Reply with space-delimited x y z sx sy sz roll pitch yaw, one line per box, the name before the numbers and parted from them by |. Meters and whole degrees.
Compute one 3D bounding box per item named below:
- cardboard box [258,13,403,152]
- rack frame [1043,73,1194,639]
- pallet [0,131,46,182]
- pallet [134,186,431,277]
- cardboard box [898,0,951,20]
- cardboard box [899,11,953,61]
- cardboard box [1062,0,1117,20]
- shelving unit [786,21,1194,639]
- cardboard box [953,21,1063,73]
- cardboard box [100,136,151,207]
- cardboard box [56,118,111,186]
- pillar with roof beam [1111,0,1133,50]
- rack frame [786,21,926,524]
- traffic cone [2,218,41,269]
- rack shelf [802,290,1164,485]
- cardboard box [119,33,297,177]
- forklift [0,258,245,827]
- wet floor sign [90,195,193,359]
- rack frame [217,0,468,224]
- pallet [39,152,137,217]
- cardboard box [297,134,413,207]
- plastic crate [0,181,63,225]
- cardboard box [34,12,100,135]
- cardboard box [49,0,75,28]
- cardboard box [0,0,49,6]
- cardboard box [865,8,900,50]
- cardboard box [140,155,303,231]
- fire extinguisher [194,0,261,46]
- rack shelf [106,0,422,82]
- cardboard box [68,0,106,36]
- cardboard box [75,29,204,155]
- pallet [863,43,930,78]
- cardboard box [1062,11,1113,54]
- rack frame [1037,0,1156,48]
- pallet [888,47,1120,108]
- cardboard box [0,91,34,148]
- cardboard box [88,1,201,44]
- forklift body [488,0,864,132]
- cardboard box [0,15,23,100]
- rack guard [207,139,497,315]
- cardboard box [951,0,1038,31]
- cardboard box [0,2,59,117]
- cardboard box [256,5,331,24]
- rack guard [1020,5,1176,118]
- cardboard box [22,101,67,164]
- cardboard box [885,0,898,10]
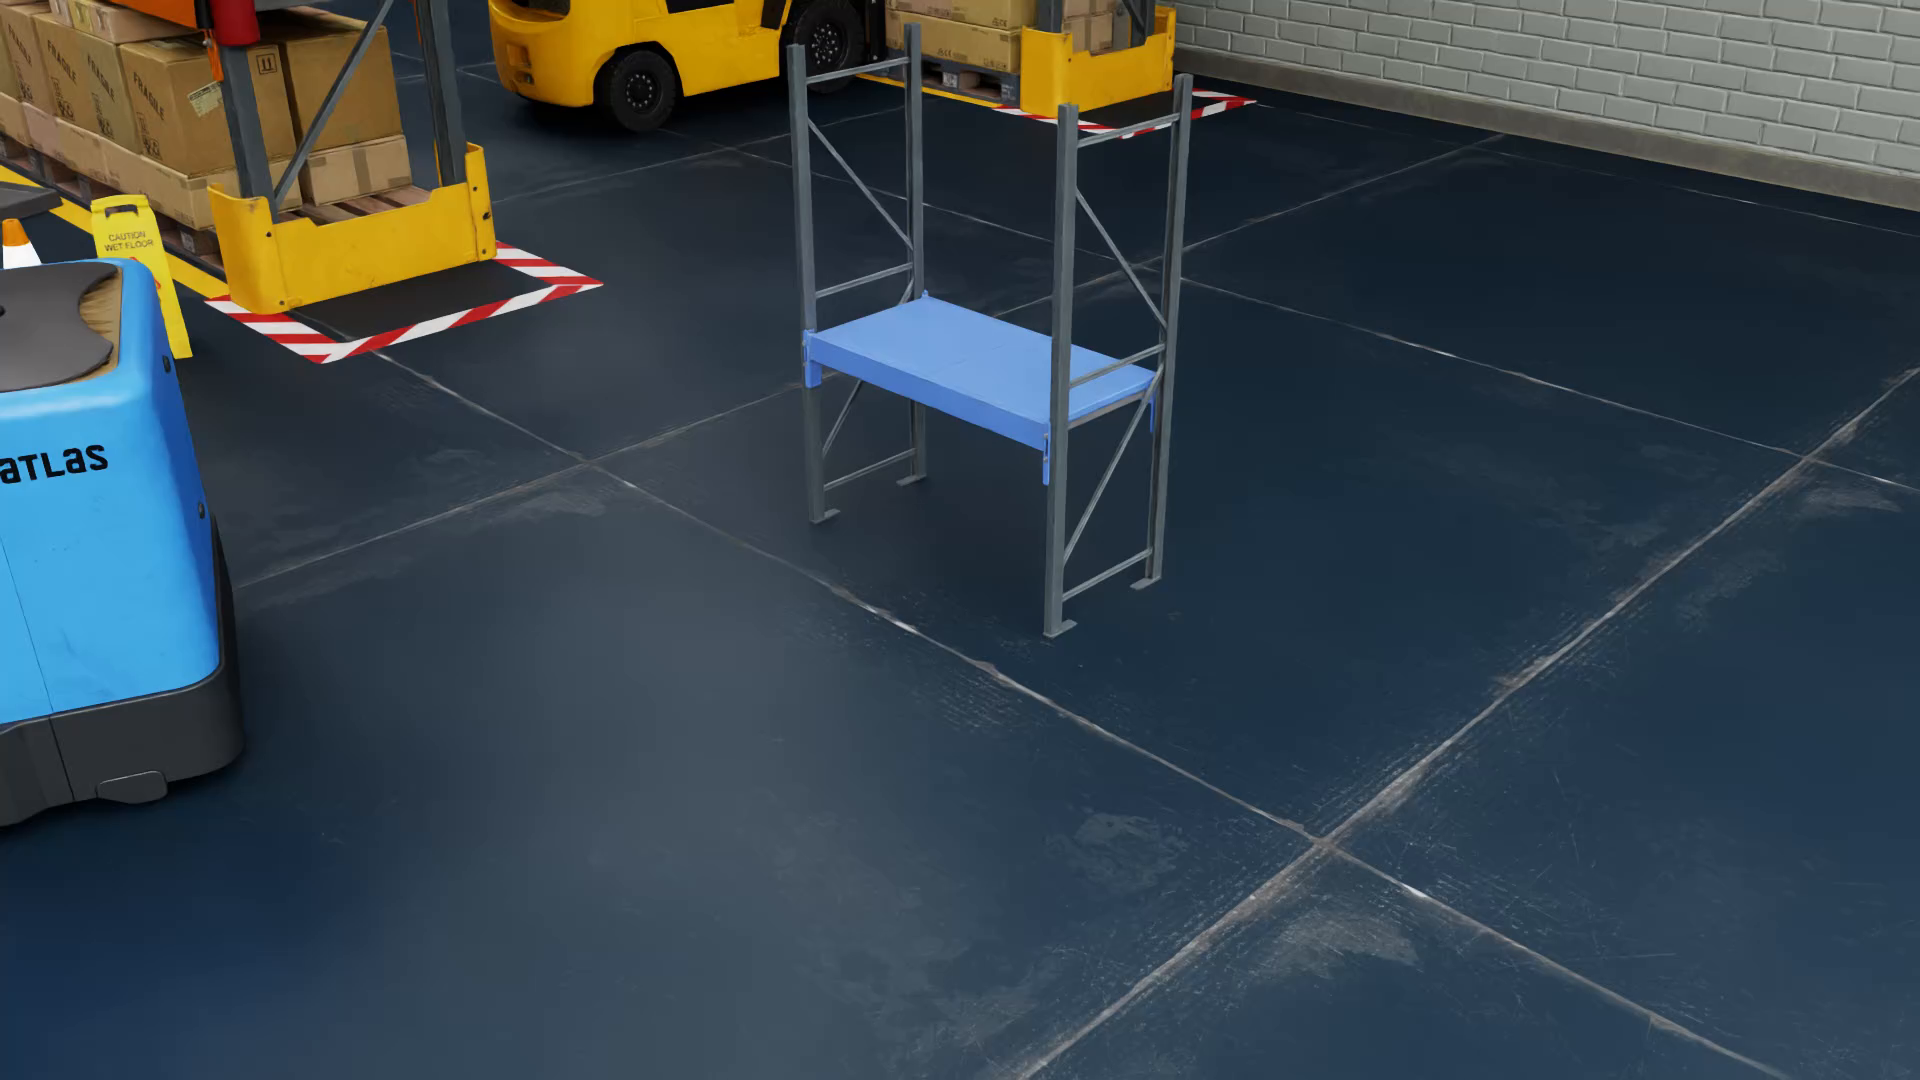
cardboard box | -3.016 -2.159 7.831 0.500 0.500 0.500 23 36 37
rack frame | 0.423 -0.470 4.533 0.032 1.500 0.500 25 36 38
pallet | -4.966 -2.360 9.511 1.213 0.211 1.003 25 36 38
pallet | -3.226 -1.563 7.997 1.213 0.211 1.003 25 36 38
cardboard box | -0.056 -3.557 10.758 0.500 0.250 0.500 24 36 38
cardboard box | -0.044 -3.327 10.858 0.500 0.250 0.500 25 36 38
cardboard box | 0.671 -3.557 10.758 0.500 0.250 0.500 -25 36 -38
shelving unit | 0.061 -0.636 4.848 1.048 1.500 0.538 25 36 38
cardboard box | 0.304 -3.162 10.543 0.500 0.250 0.500 25 37 39
cardboard box | -3.746 -1.811 7.974 0.500 0.250 0.500 25 37 39
cardboard box | -4.123 -1.980 8.296 0.500 0.250 0.500 23 35 37
pillar with roof beam | -2.023 -5.897 6.797 0.400 9.000 9.100 25 36 38
rack frame | -0.302 -0.802 5.163 0.032 1.500 0.500 25 36 38
traffic cone | -3.828 -1.085 6.817 0.334 0.463 0.336 25 36 38
rack shelf | 0.061 -0.477 4.932 1.000 0.185 0.538 25 36 38
cardboard box | -3.371 -1.972 7.474 0.500 0.500 0.500 25 37 39
forklift | -3.336 -0.631 3.300 3.031 2.935 1.130 -11 30 -20
wet floor sign | -3.232 -1.037 6.529 0.267 0.644 0.232 -13 30 -22
rack frame | -2.617 -2.496 6.774 0.127 3.000 1.000 25 36 38
pallet | -4.092 -1.961 8.754 1.213 0.211 1.003 25 36 38
cardboard box | -2.999 -1.820 7.991 0.500 0.250 0.500 24 36 38
plastic crate | -4.925 -1.725 8.444 0.583 0.080 0.402 12 30 22
cardboard box | -4.101 -2.308 8.114 0.500 0.500 0.500 24 36 37
cardboard box | -4.044 -2.526 7.831 0.380 0.149 0.250 -23 36 -37
cardboard box | -4.629 -2.792 8.338 0.380 0.149 0.250 -23 35 -36
cardboard box | -0.395 -3.494 11.174 0.500 0.250 0.500 -25 37 -39
cardboard box | -3.399 -1.647 7.663 0.500 0.250 0.500 24 36 38
fire extinguisher | -2.859 -2.272 6.430 0.183 0.674 0.296 25 36 38
rack shelf | -4.043 -2.830 8.182 4.000 0.370 1.077 25 36 38
cardboard box | -3.857 -2.439 7.667 0.380 0.149 0.250 -25 36 -38
cardboard box | -3.746 -2.141 7.796 0.500 0.500 0.500 -24 36 -37
pallet | -0.580 -3.544 11.763 1.213 0.211 1.003 25 36 38
cardboard box | 0.647 -3.339 10.879 0.500 0.250 0.500 25 37 39
rack frame | 0.860 -4.145 9.909 0.127 3.000 1.000 25 36 38
pallet | 0.285 -3.146 11.006 1.213 0.211 1.003 25 36 38
cardboard box | -4.849 -2.318 8.938 0.500 0.250 0.500 -23 35 -36
cardboard box | -3.680 -2.356 7.509 0.380 0.149 0.250 -24 36 -38
forklift body | -1.771 -3.782 10.132 1.214 2.155 2.313 25 36 38
cardboard box | -4.848 -2.649 8.763 0.500 0.500 0.500 -24 36 -37
rack guard | -2.671 -1.414 7.403 0.348 0.500 1.175 25 36 38
cardboard box | 0.294 -3.390 10.440 0.500 0.250 0.500 24 36 38
cardboard box | -4.480 -2.479 8.440 0.500 0.500 0.500 -23 35 -37
cardboard box | -3.392 -2.329 8.153 0.500 0.500 0.500 23 35 37
rack guard | 0.877 -3.030 10.476 0.348 0.500 1.175 25 36 38
cardboard box | -4.469 -2.145 8.610 0.500 0.250 0.500 24 36 38
cardboard box | -0.439 -3.718 11.065 0.500 0.250 0.500 24 36 37
